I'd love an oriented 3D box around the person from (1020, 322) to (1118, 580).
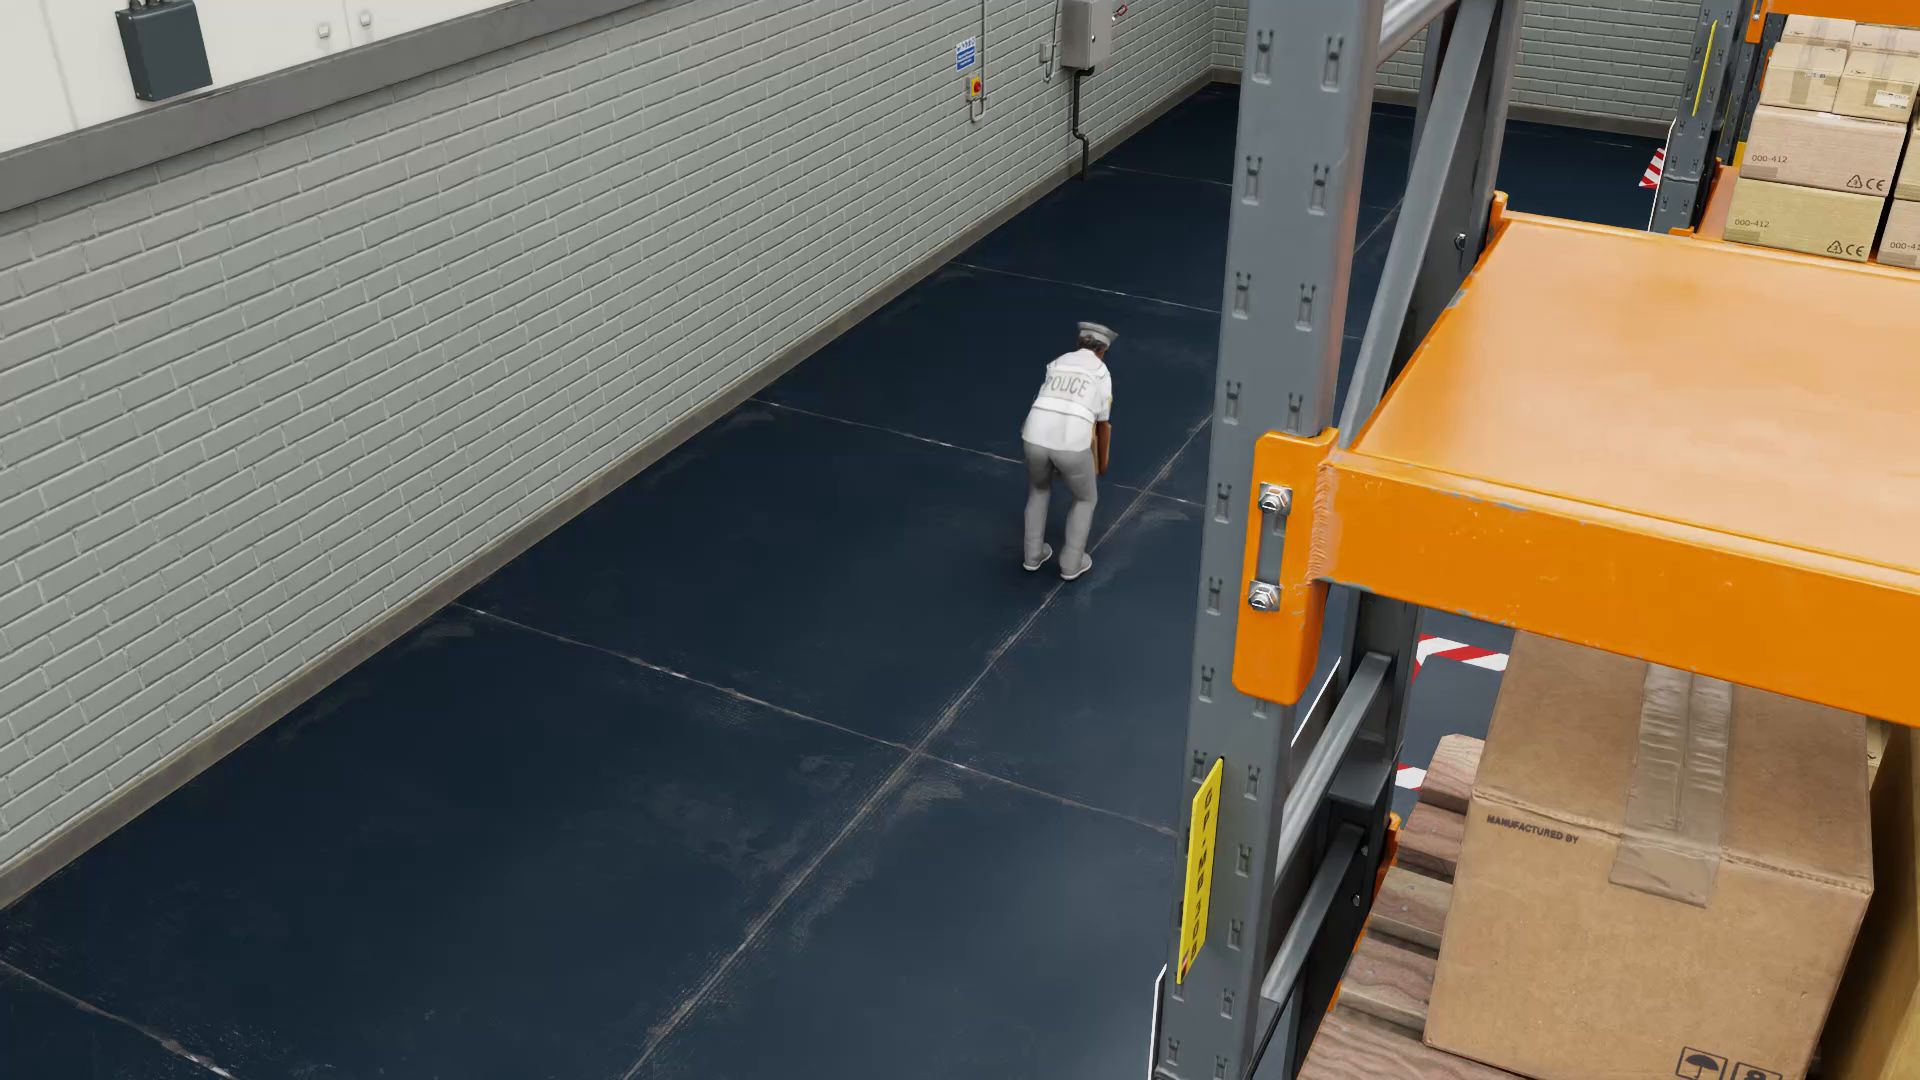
[{"bbox_3d":[0.649,-0.523,9.500,0.414,1.350,0.873,14,33,22],"label":"person"}]
